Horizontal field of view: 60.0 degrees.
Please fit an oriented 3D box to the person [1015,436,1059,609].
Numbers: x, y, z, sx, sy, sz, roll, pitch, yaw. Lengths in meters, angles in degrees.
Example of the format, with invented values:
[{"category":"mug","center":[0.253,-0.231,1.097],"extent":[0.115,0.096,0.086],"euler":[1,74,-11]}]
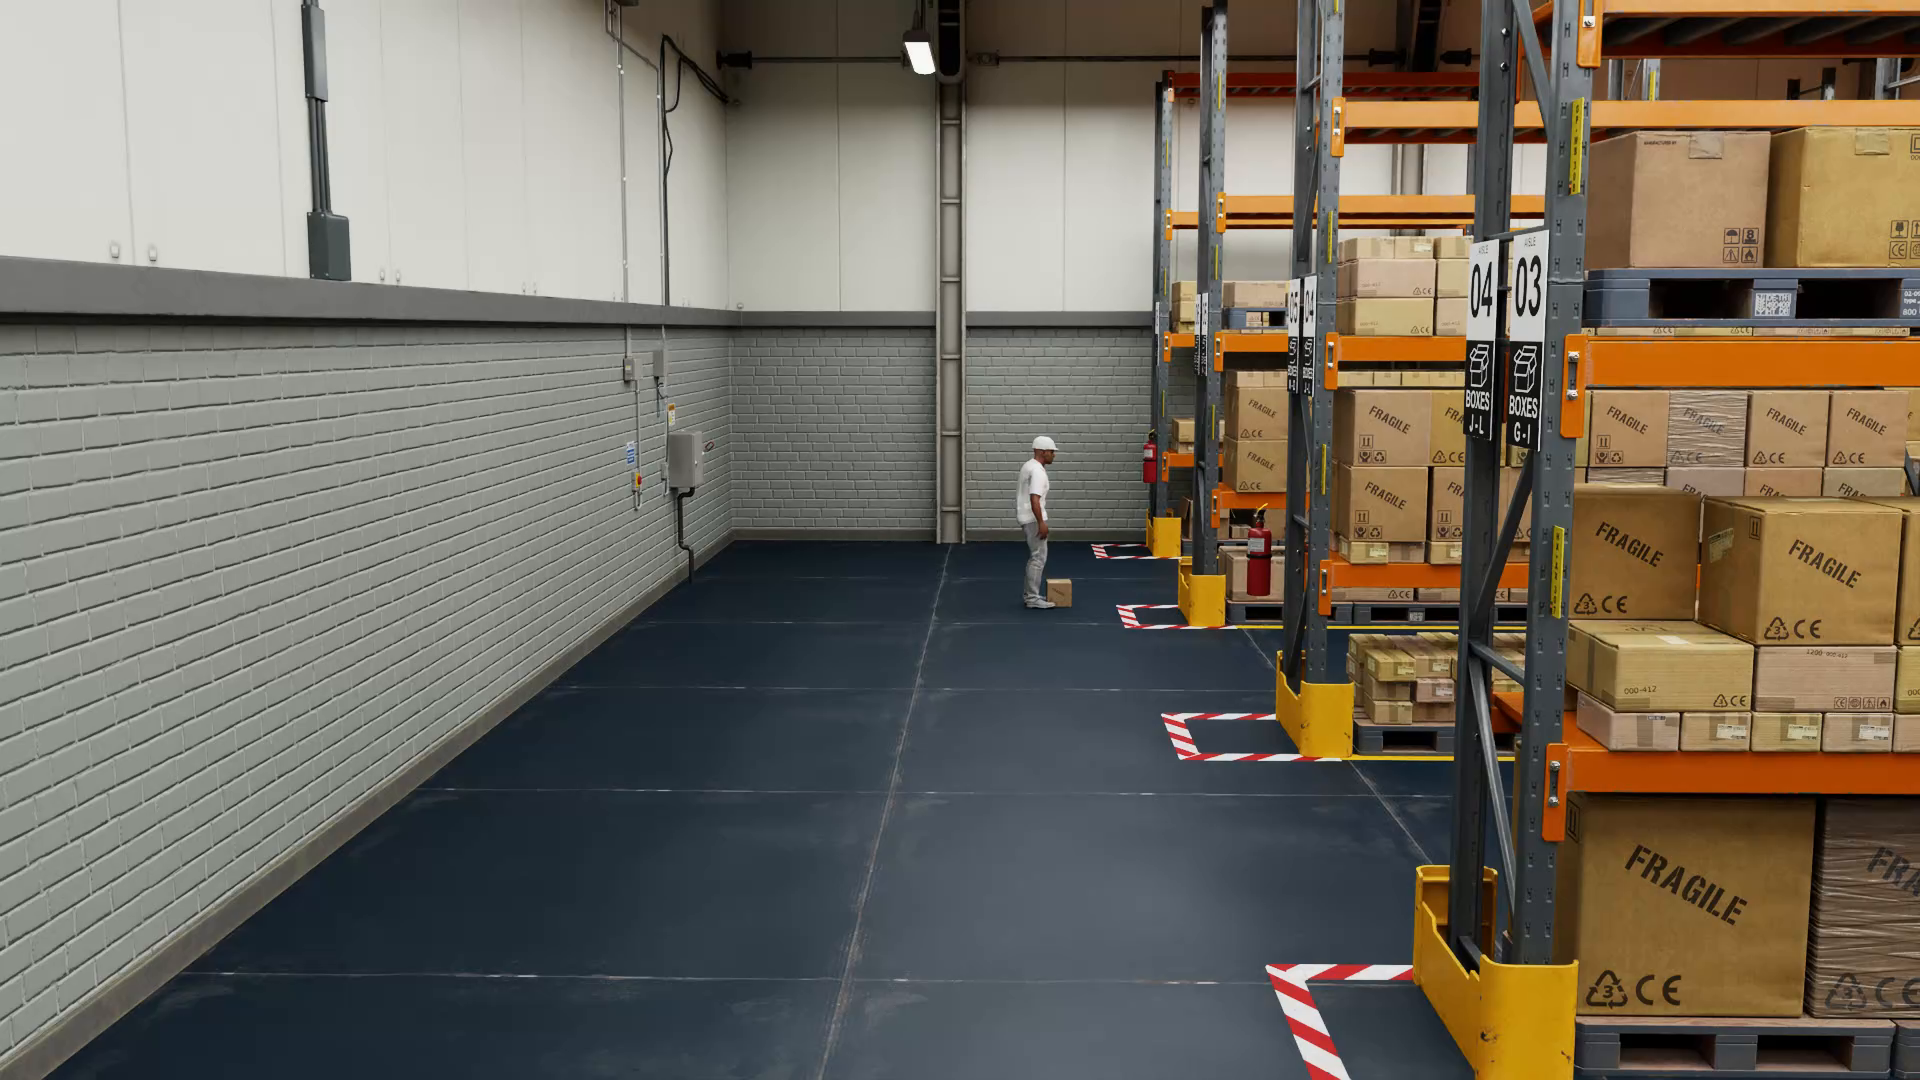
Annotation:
[{"category":"person","center":[0.804,-0.196,17.248],"extent":[0.454,1.761,0.636],"euler":[0,7,-2]}]
